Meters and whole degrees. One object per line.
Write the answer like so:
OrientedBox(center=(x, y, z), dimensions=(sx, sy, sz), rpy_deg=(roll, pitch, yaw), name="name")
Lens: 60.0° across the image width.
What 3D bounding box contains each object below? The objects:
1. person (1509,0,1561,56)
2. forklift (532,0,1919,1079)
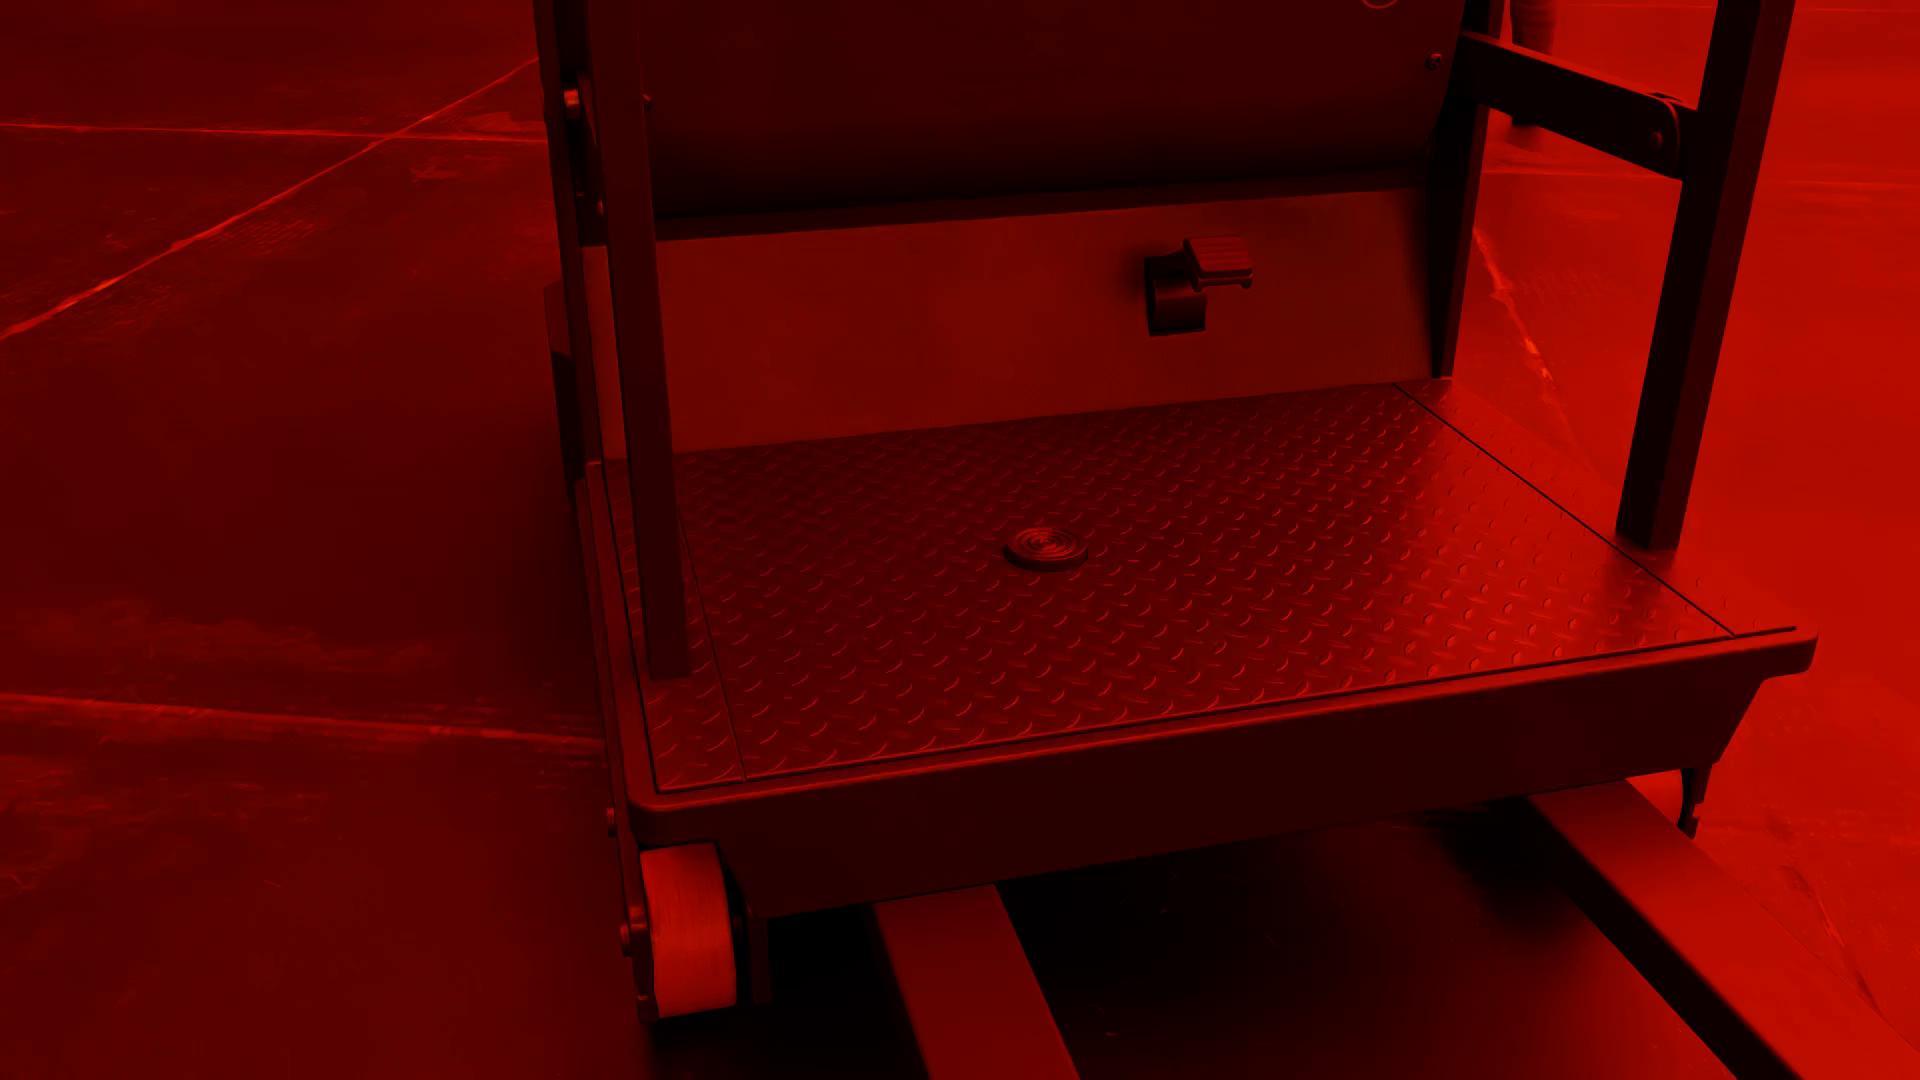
OrientedBox(center=(1.522, -2.017, 4.673), dimensions=(0.569, 1.654, 0.504), rpy_deg=(3, 27, 6), name="person")
OrientedBox(center=(0.153, -1.049, 1.319), dimensions=(1.130, 2.935, 3.031), rpy_deg=(-7, 27, -13), name="forklift")
